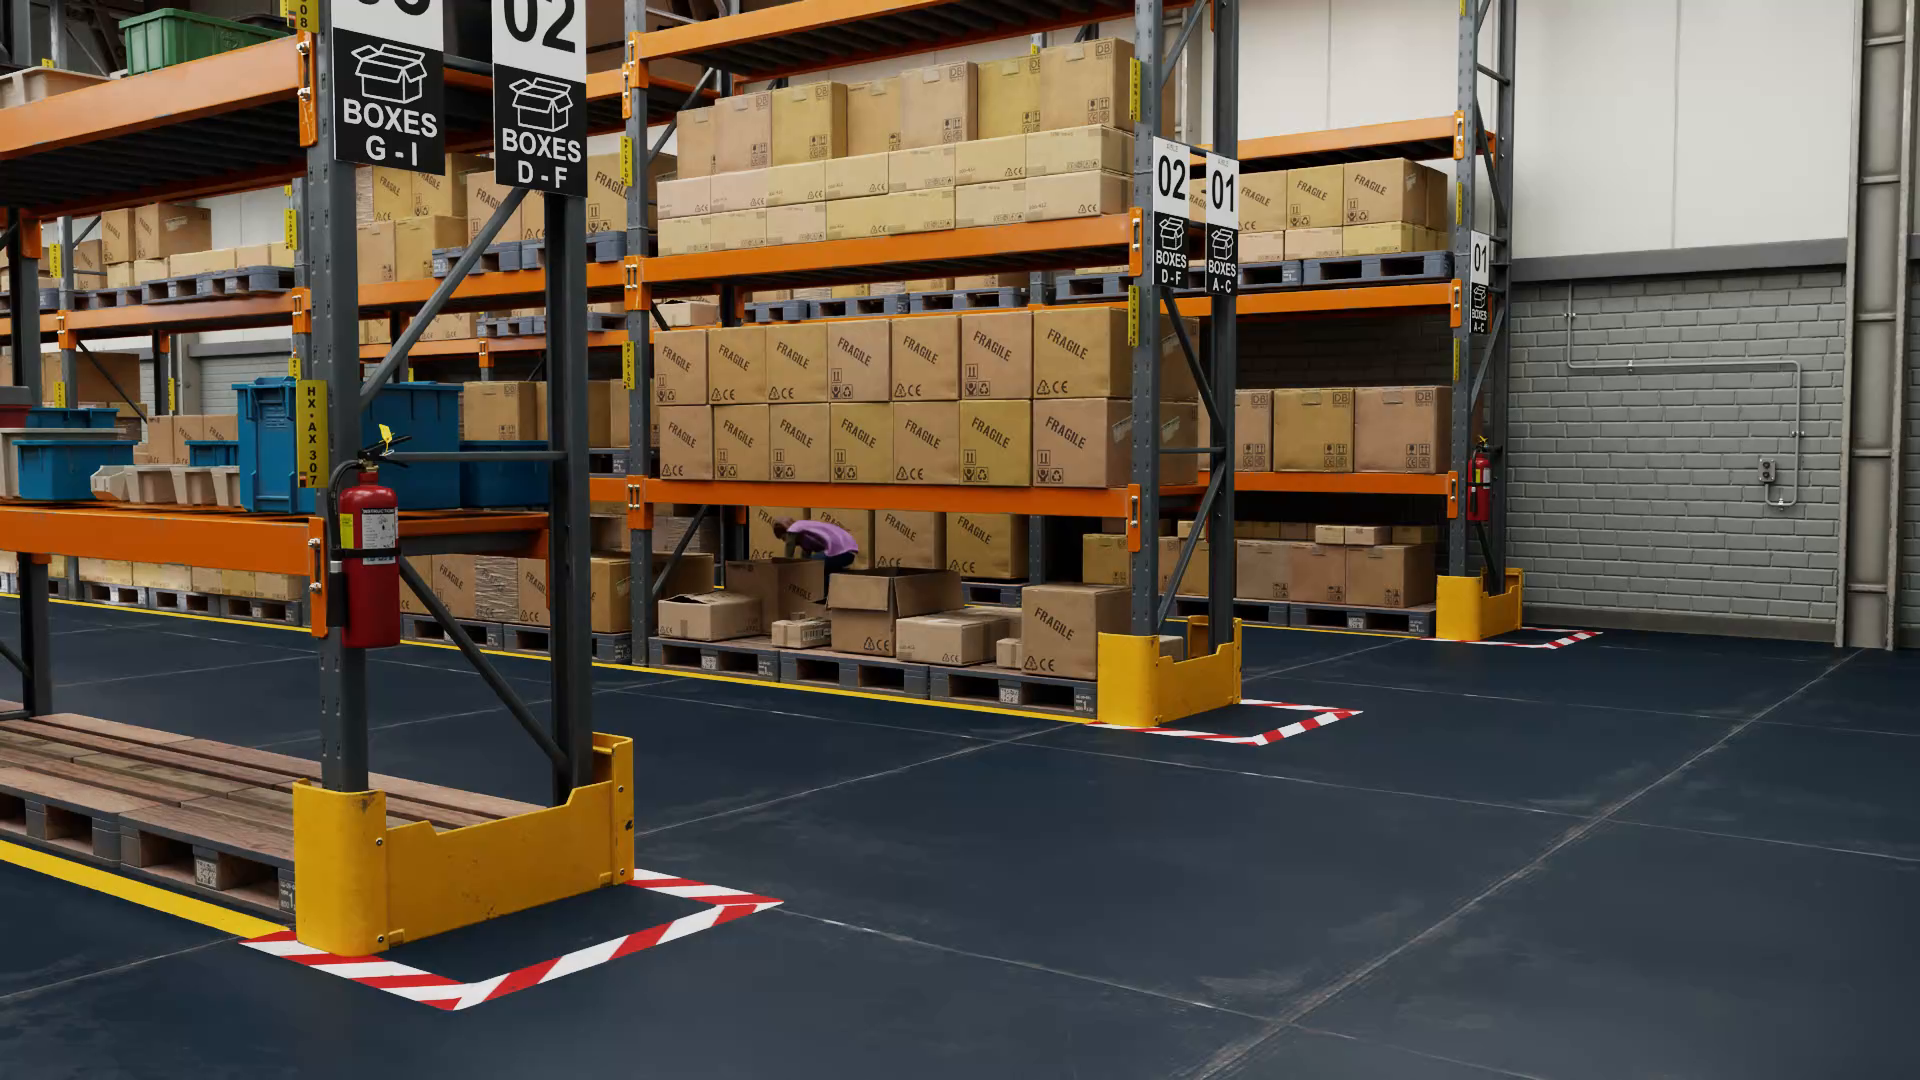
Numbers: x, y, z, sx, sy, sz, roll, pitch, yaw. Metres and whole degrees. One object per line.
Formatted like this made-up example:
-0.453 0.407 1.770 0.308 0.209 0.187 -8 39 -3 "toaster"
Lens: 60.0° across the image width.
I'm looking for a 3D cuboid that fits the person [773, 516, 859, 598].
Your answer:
-1.280 0.249 14.563 0.853 0.904 0.428 2 4 34 "person"
